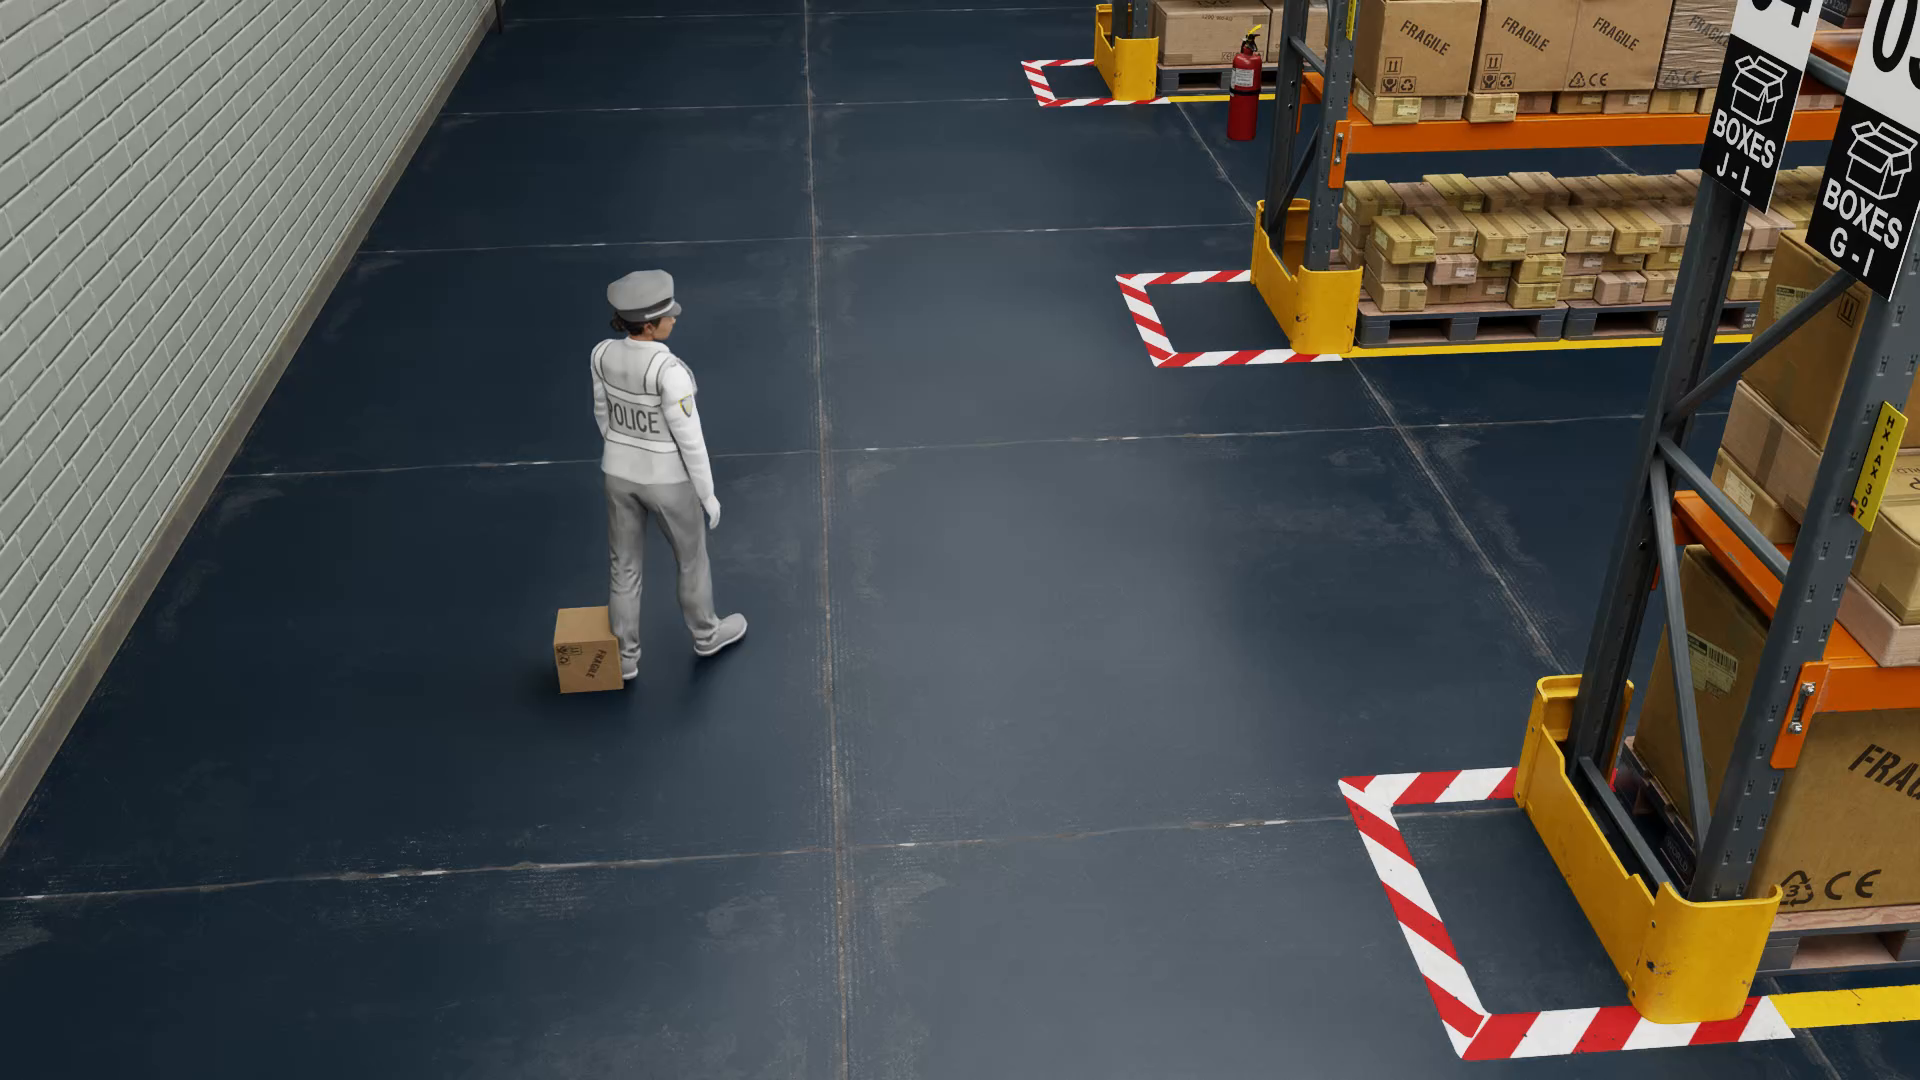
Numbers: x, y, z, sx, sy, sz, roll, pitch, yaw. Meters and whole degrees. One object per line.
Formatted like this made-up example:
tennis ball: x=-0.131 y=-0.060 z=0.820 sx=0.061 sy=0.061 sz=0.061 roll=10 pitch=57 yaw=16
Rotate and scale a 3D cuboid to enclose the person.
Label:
person: x=-1.148 y=-0.235 z=6.500 sx=0.514 sy=1.662 sz=0.596 roll=17 pitch=35 yaw=26
